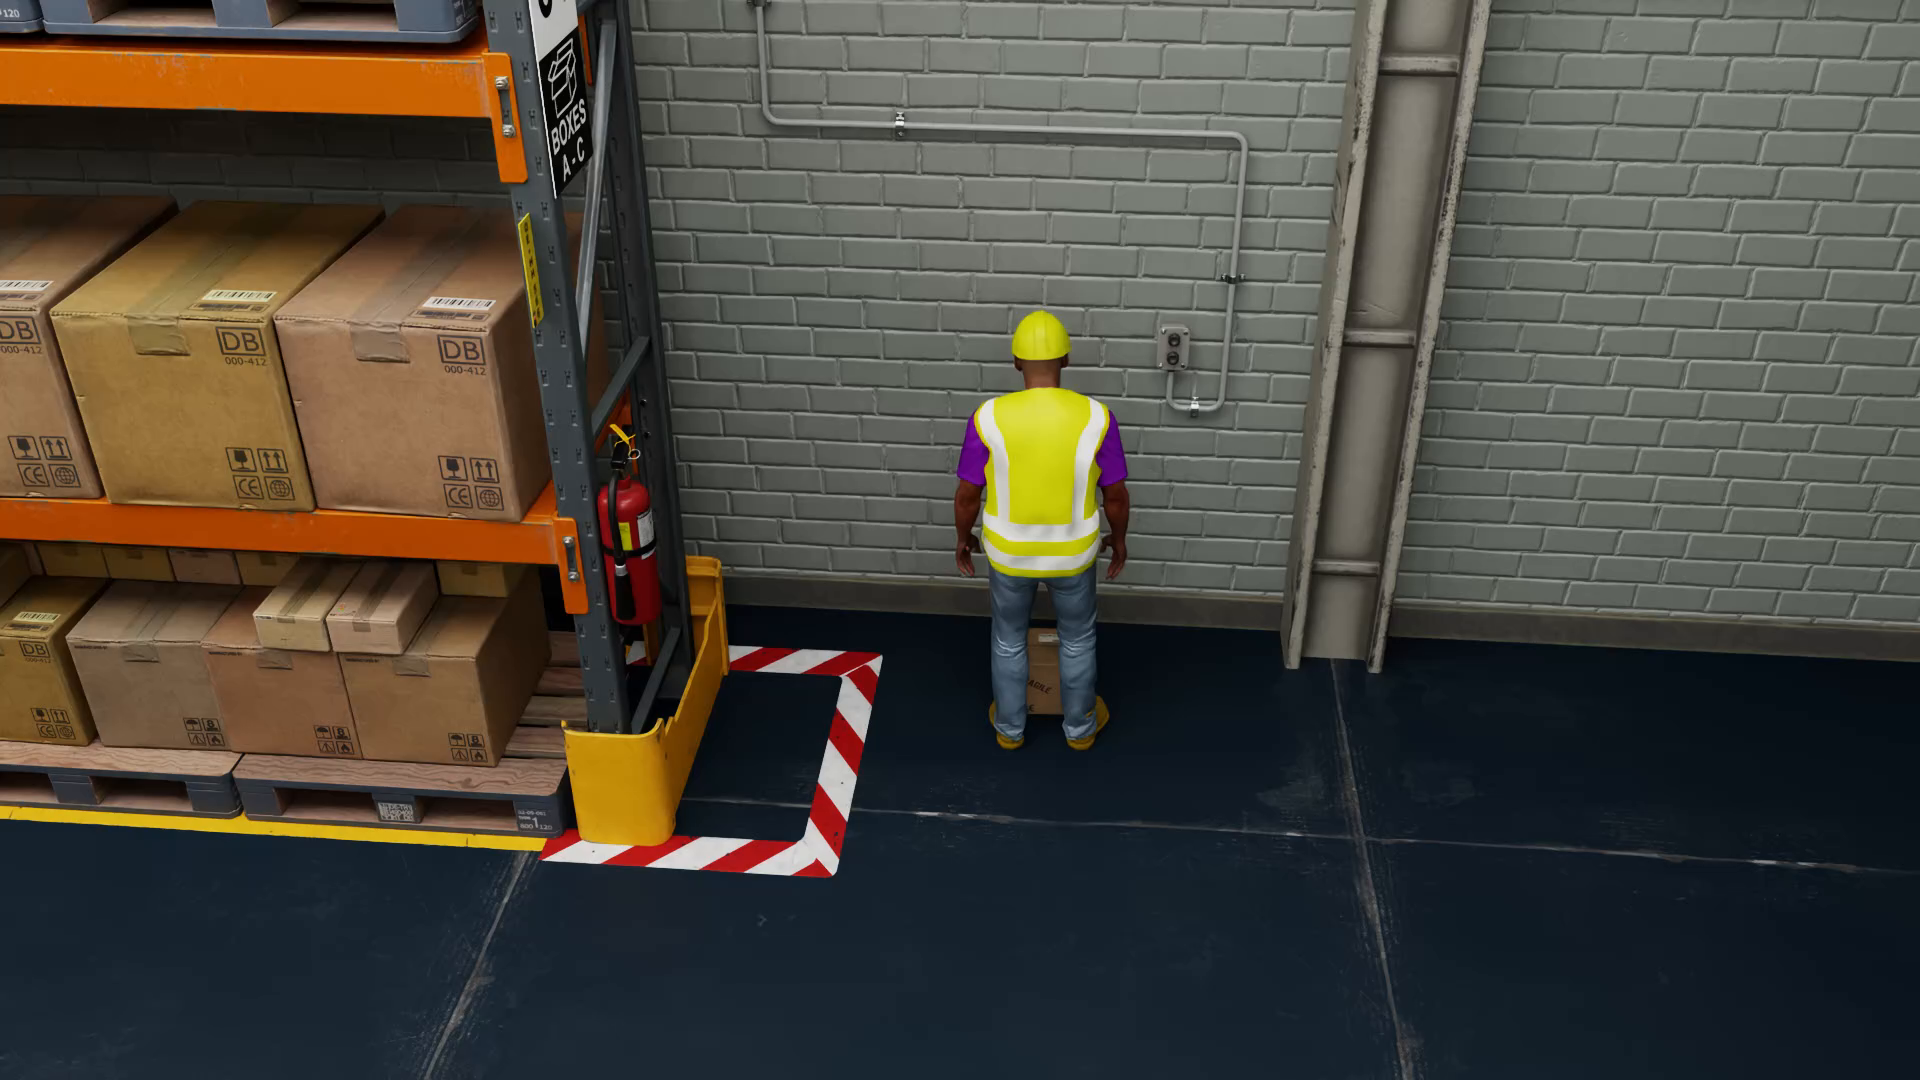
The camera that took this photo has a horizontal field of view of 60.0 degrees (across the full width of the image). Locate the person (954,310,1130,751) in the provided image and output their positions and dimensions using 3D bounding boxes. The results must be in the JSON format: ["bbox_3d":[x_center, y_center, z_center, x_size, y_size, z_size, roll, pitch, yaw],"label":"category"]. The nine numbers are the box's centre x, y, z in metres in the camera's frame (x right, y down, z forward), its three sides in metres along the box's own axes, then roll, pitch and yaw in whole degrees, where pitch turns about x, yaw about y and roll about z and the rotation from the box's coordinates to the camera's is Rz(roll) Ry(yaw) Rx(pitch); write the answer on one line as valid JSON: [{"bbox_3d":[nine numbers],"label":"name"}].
[{"bbox_3d":[0.300,0.004,6.113,0.637,1.761,0.460,2,32,3],"label":"person"}]
